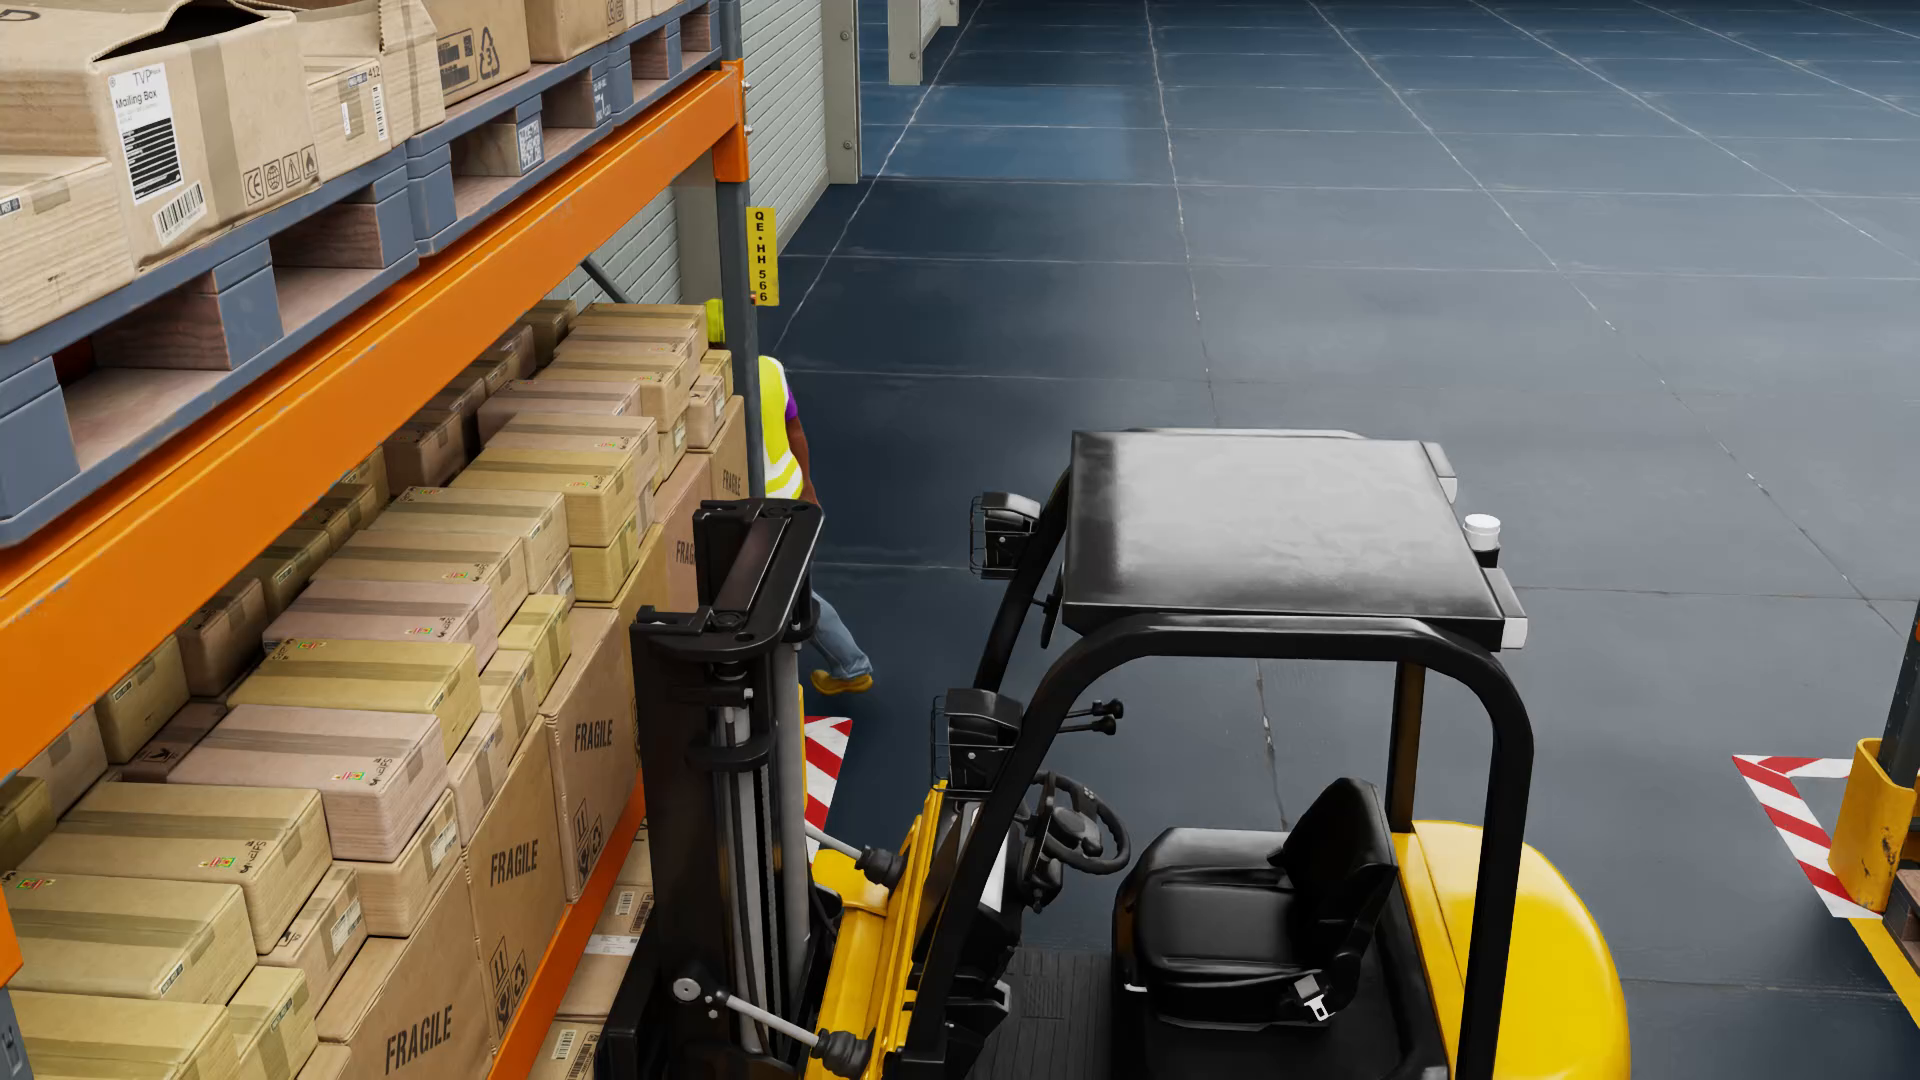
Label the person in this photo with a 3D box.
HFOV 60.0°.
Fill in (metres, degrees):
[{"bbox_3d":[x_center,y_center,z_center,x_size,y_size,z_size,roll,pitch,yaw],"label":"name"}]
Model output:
[{"bbox_3d":[-0.870,-0.170,6.964,1.057,1.708,0.569,4,25,8],"label":"person"}]
